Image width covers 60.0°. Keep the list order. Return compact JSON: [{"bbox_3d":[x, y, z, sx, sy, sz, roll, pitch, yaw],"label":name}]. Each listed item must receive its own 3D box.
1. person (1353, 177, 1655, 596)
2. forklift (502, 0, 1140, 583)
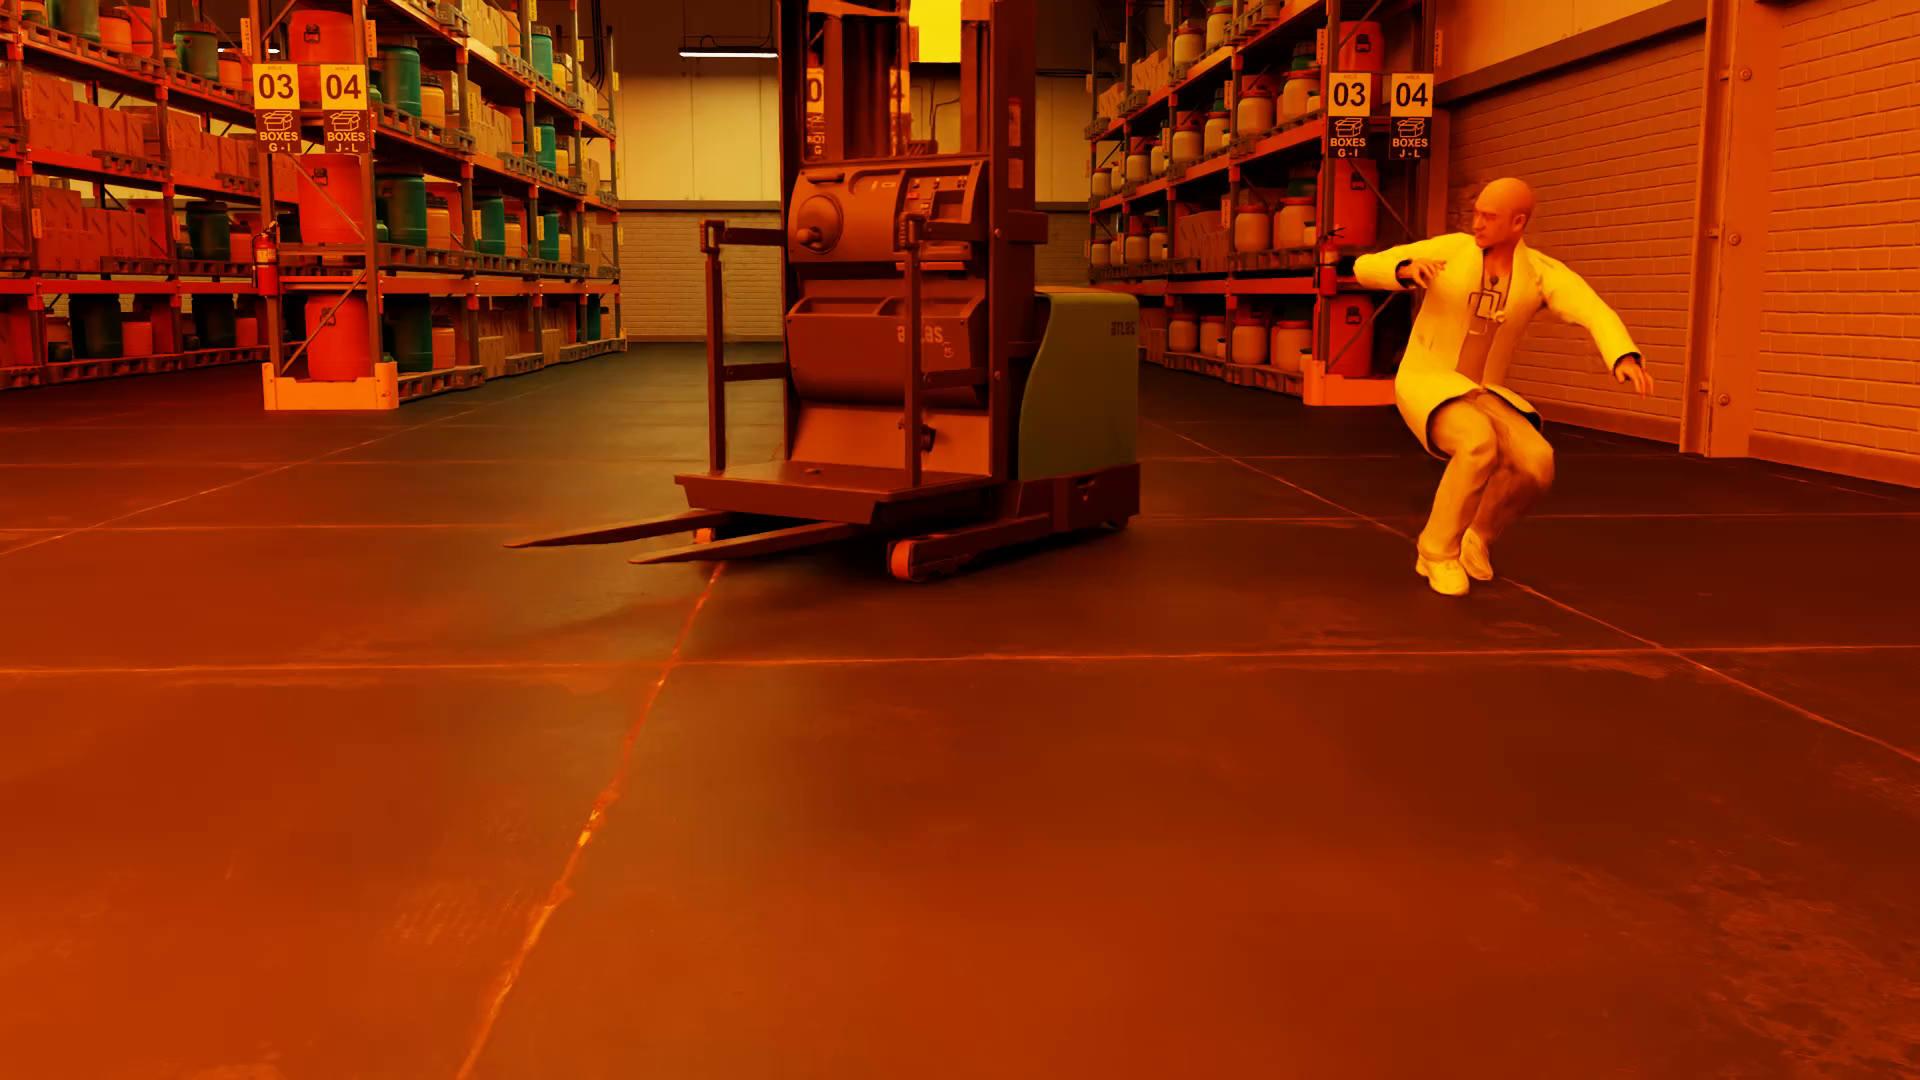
[{"bbox_3d":[1.918,-0.543,5.996,0.844,1.498,0.991,-2,9,-12],"label":"person"},{"bbox_3d":[-0.429,-1.368,6.542,1.130,2.935,3.031,6,10,34],"label":"forklift"}]
